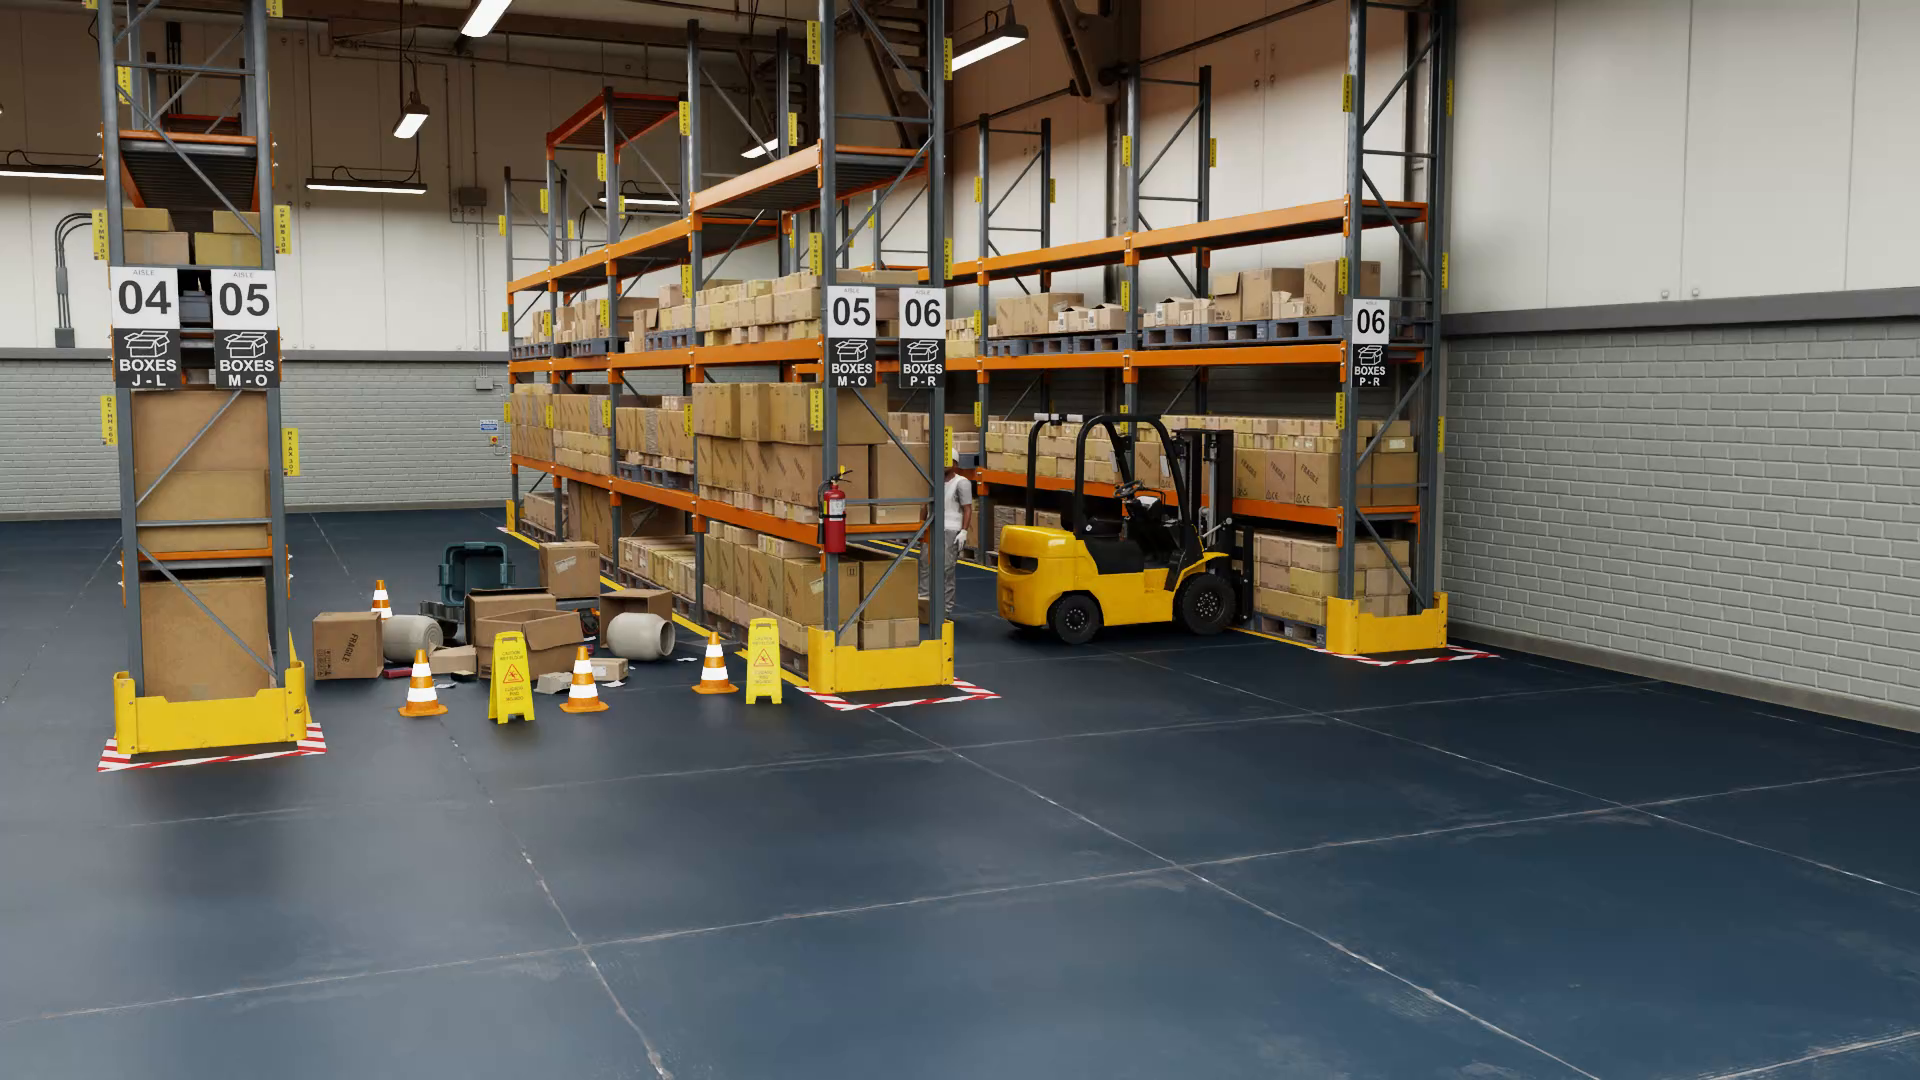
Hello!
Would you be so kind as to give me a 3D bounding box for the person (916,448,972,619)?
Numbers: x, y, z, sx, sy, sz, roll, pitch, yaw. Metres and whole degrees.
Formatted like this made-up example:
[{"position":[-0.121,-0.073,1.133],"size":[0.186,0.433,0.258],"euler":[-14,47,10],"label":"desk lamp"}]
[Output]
[{"position":[-0.224,-0.065,17.206],"size":[0.656,1.784,0.576],"euler":[4,7,37],"label":"person"}]
